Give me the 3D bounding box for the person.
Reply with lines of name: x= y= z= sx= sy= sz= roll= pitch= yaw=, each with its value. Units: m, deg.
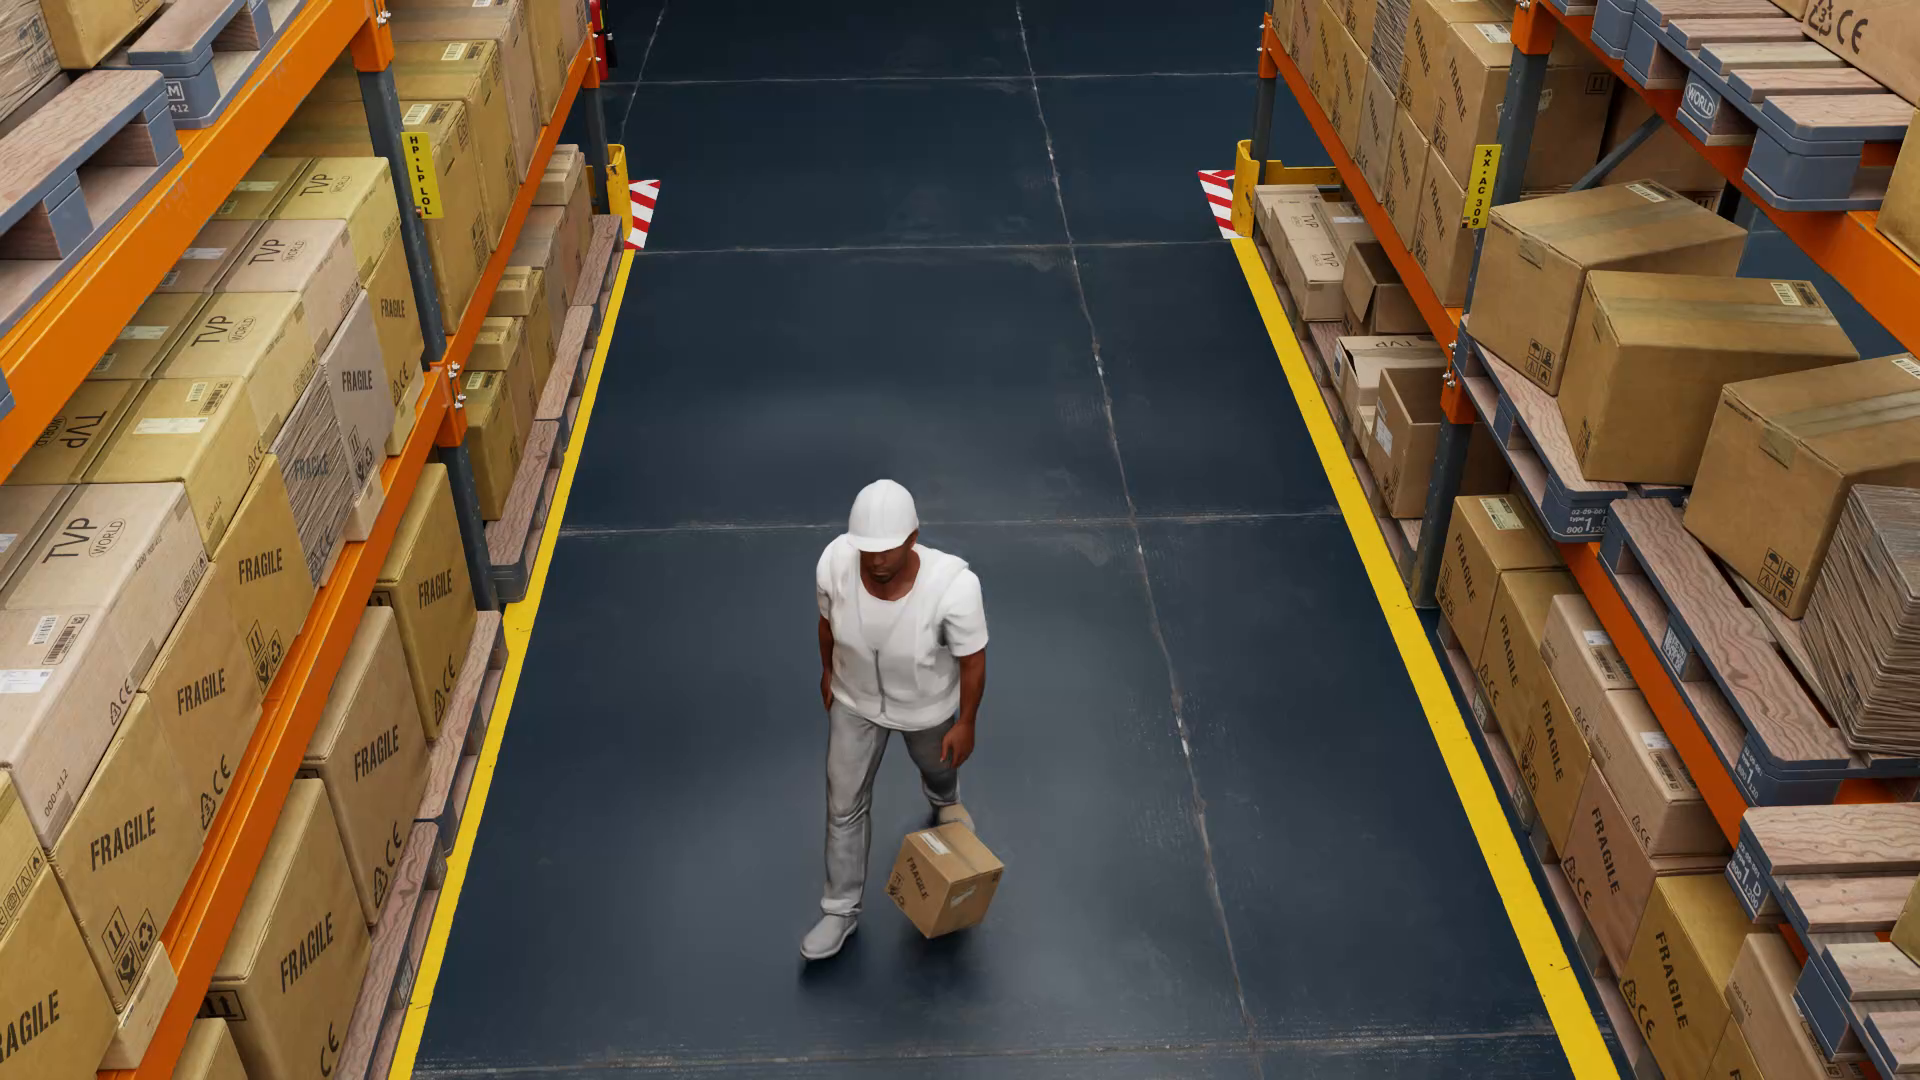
person: x=-0.206 y=0.525 z=5.404 sx=0.601 sy=1.728 sz=0.951 roll=8 pitch=36 yaw=11
